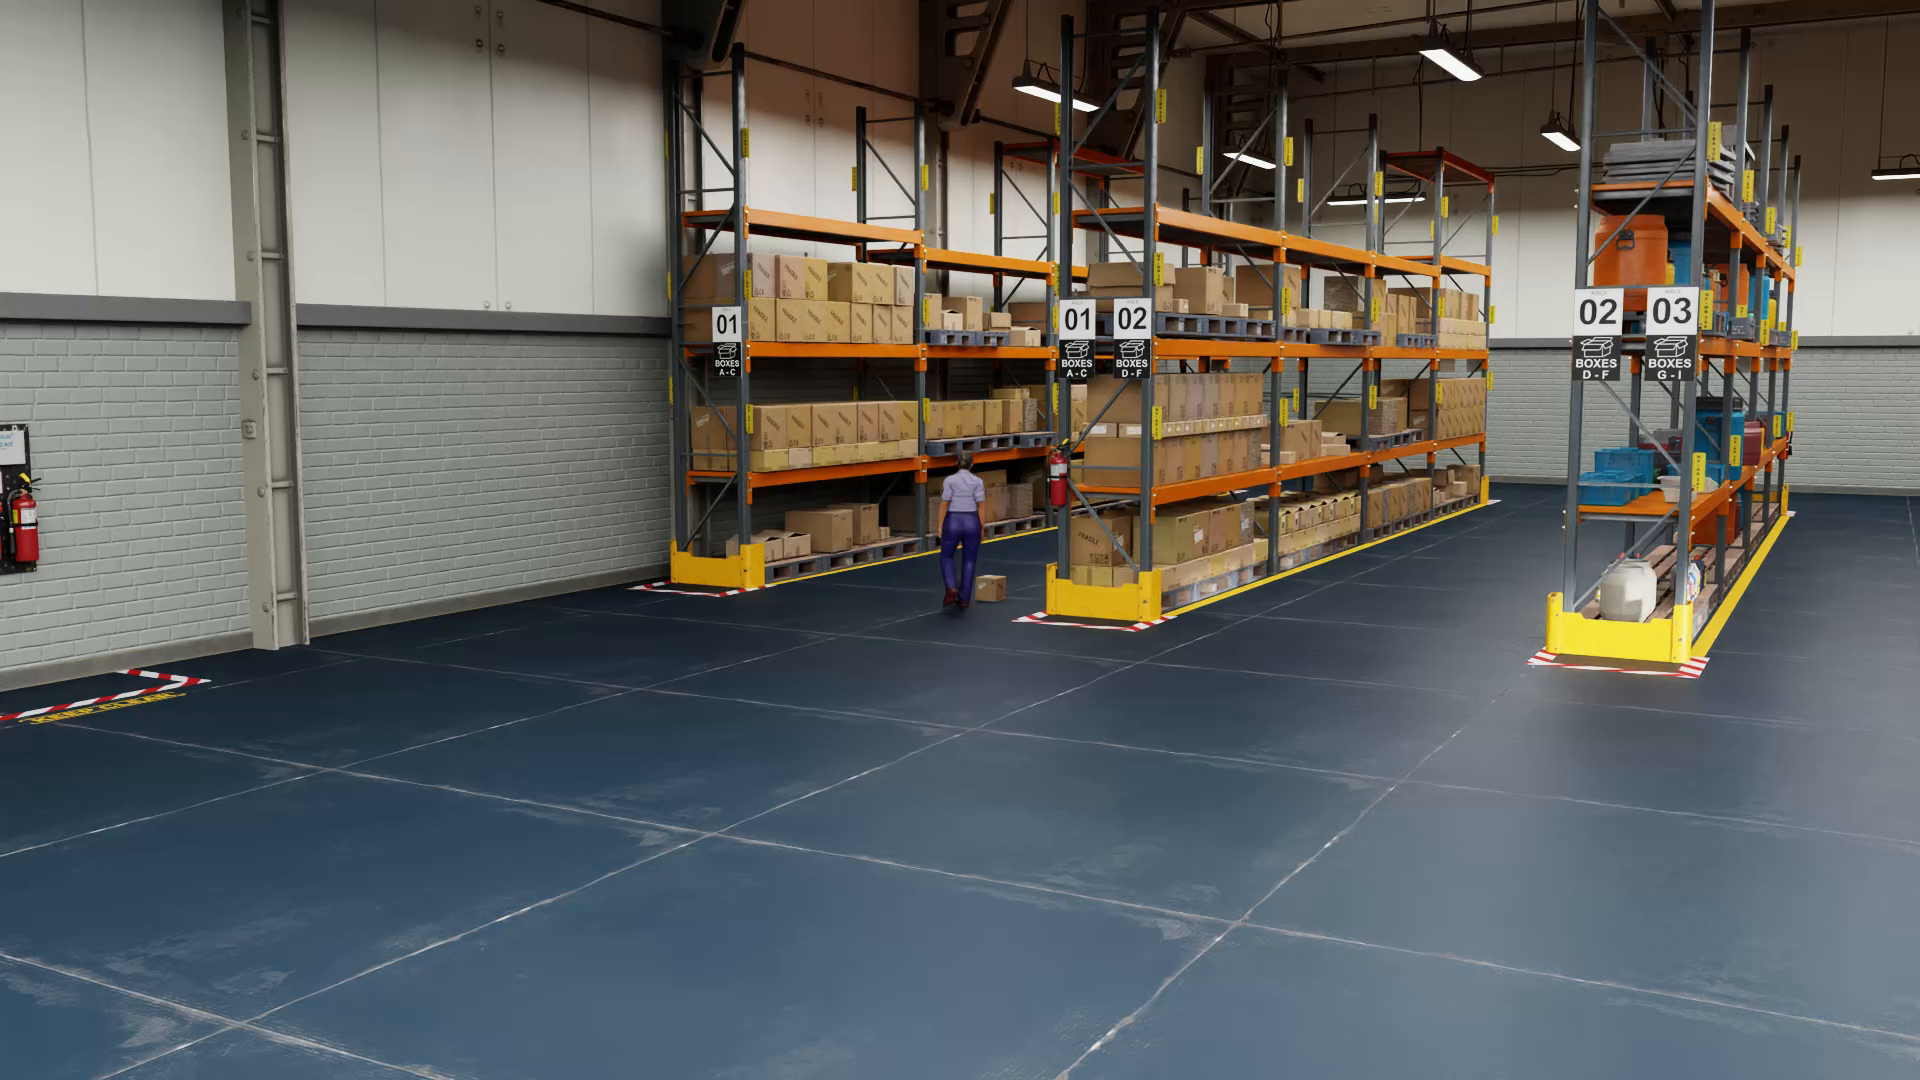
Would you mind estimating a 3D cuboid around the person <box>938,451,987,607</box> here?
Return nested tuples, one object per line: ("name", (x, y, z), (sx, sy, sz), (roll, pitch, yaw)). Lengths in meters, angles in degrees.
("person", (0.023, -0.112, 17.411), (0.499, 1.644, 0.507), (0, 6, -4))
